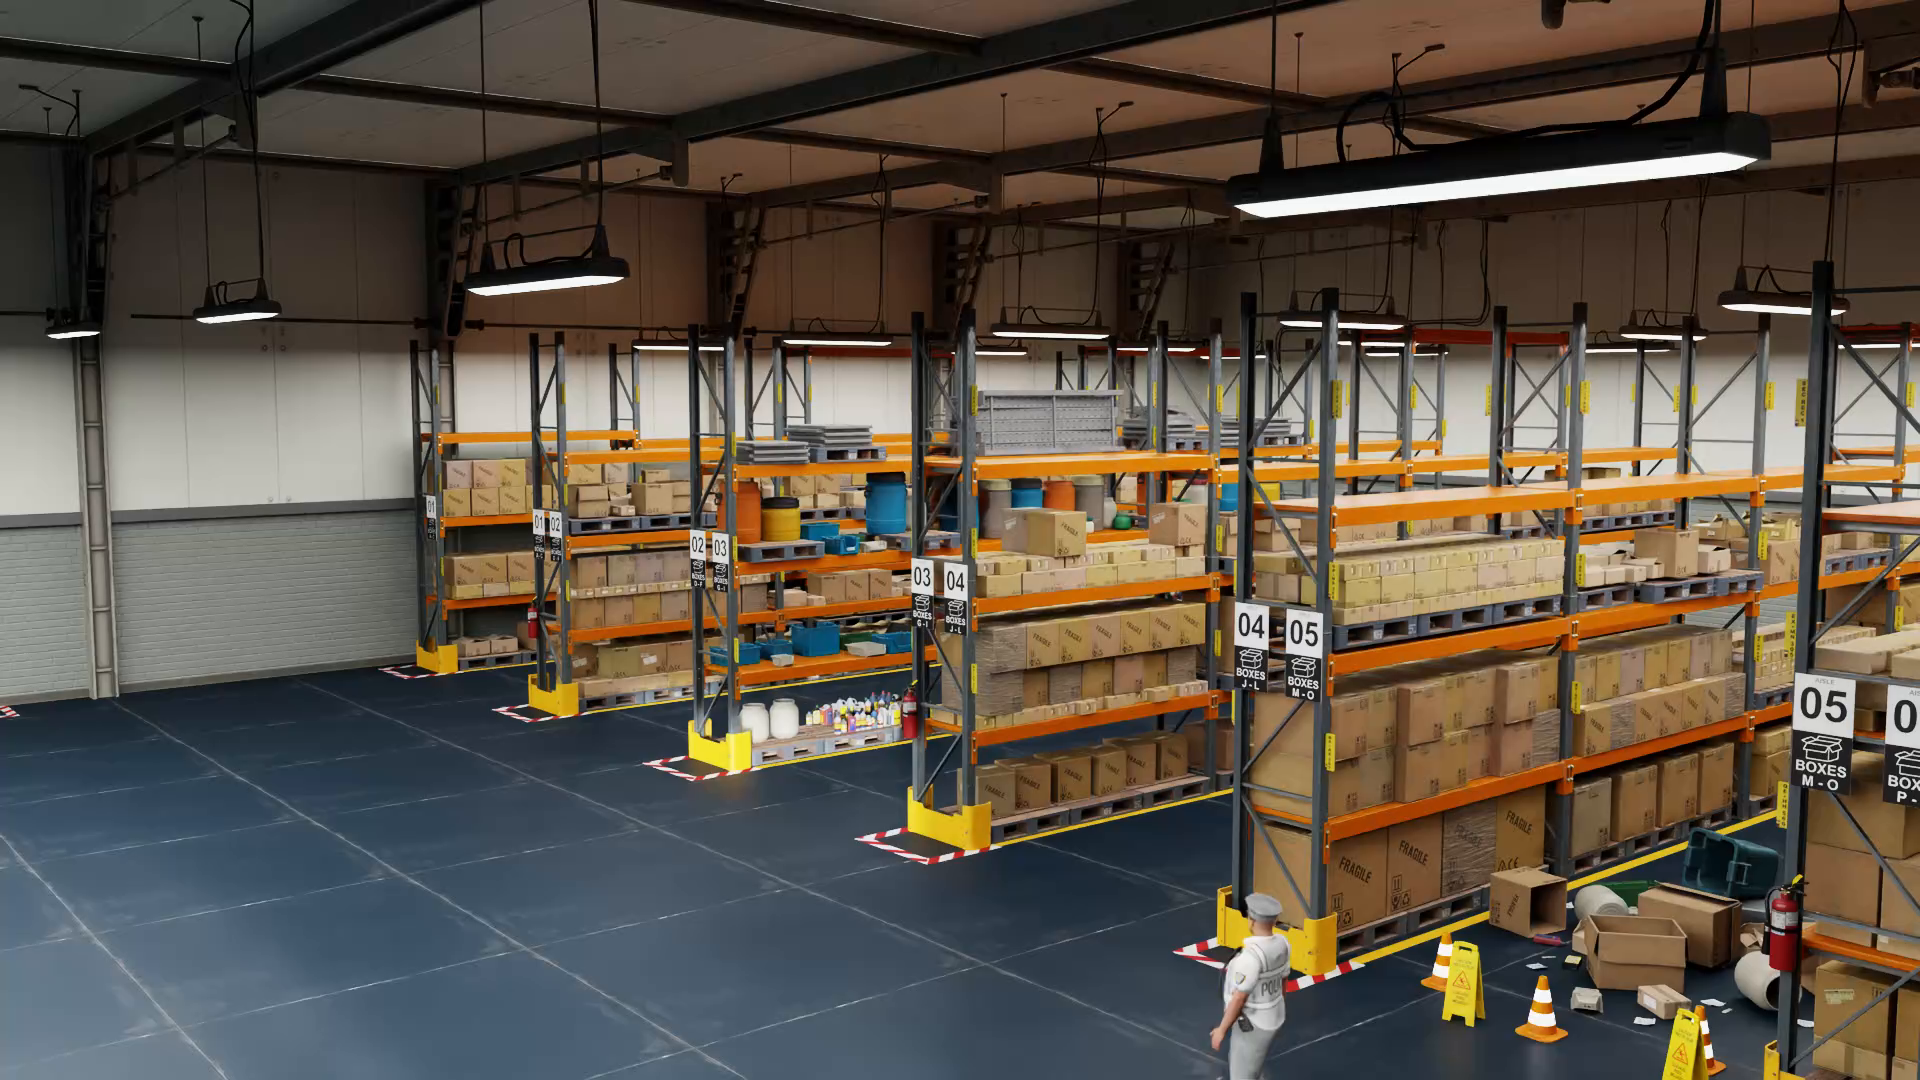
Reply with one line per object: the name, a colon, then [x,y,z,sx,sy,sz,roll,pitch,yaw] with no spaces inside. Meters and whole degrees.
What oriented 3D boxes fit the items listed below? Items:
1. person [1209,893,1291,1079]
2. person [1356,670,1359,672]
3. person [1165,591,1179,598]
person: [1.945,3.281,11.235,0.513,1.815,0.571,2,6,24]
person: [5.108,2.312,21.244,1.144,1.714,0.546,-5,7,-42]
person: [4.052,1.441,31.266,0.467,1.688,0.508,-3,6,-26]
